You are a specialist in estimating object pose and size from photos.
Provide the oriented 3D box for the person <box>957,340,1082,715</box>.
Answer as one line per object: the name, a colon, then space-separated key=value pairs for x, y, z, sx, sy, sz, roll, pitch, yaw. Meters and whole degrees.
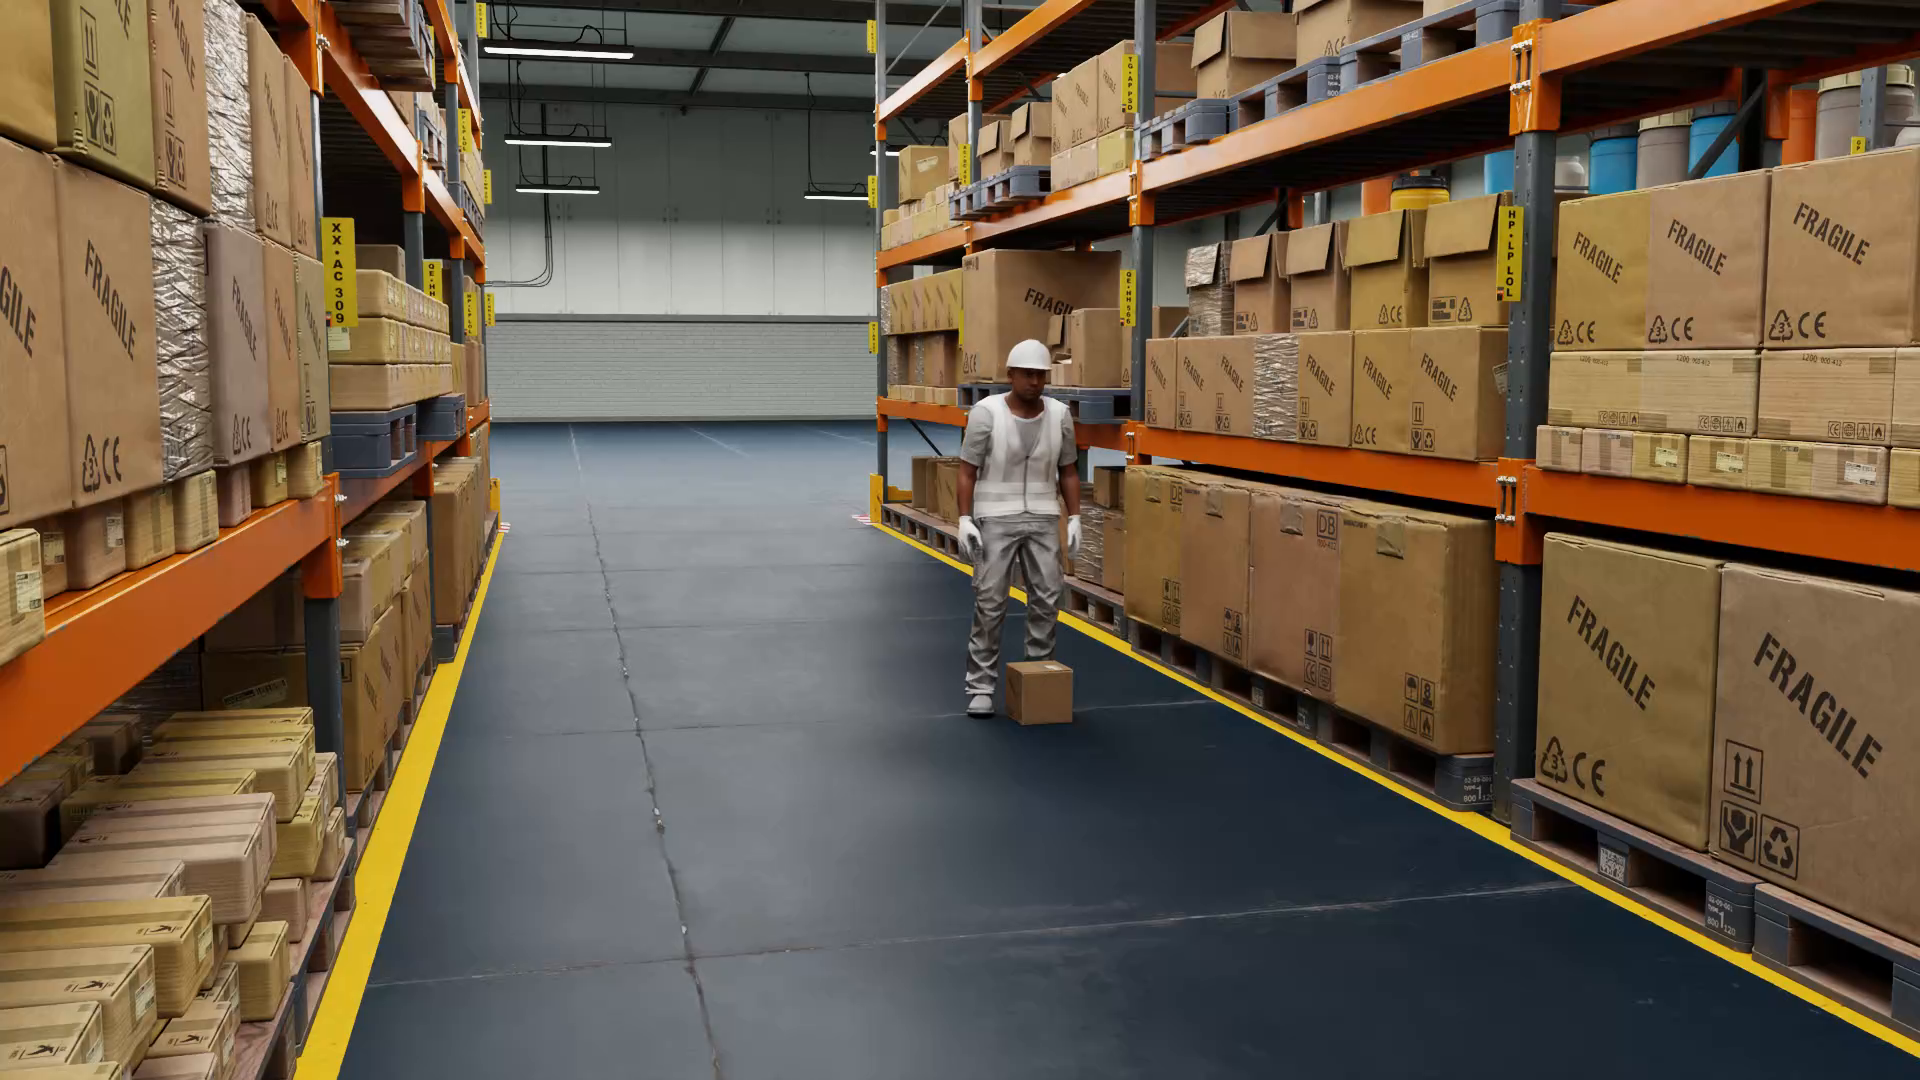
person: x=0.287 y=-0.062 z=7.937 sx=0.622 sy=1.774 sz=0.454 roll=-2 pitch=6 yaw=-14
